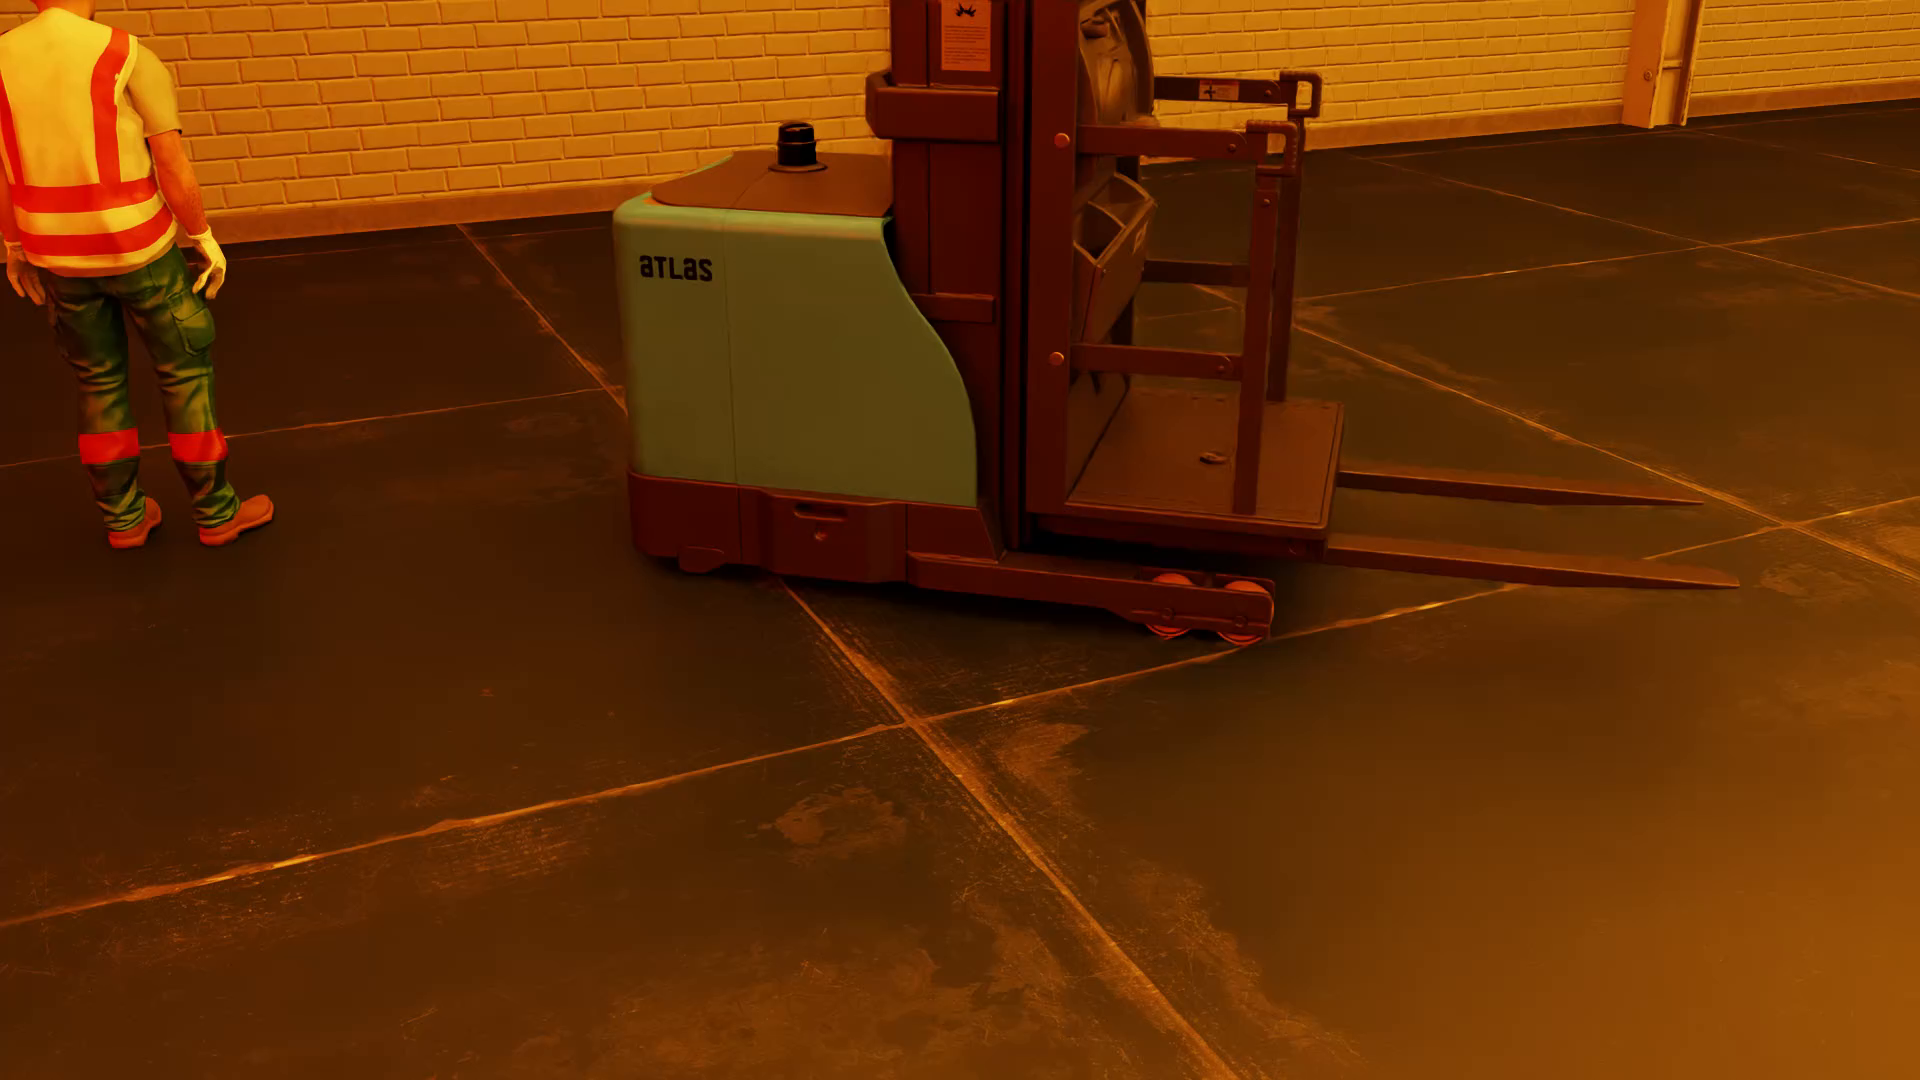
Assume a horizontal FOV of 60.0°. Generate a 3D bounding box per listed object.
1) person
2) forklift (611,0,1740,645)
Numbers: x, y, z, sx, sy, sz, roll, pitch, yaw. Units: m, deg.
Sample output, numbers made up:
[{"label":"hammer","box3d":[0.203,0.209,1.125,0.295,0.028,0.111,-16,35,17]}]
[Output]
[{"label":"person","box3d":[-2.451,-0.838,4.812,0.611,1.778,0.451,-1,23,-3]},{"label":"forklift","box3d":[0.609,-1.300,4.416,3.031,2.935,1.130,6,23,13]}]
